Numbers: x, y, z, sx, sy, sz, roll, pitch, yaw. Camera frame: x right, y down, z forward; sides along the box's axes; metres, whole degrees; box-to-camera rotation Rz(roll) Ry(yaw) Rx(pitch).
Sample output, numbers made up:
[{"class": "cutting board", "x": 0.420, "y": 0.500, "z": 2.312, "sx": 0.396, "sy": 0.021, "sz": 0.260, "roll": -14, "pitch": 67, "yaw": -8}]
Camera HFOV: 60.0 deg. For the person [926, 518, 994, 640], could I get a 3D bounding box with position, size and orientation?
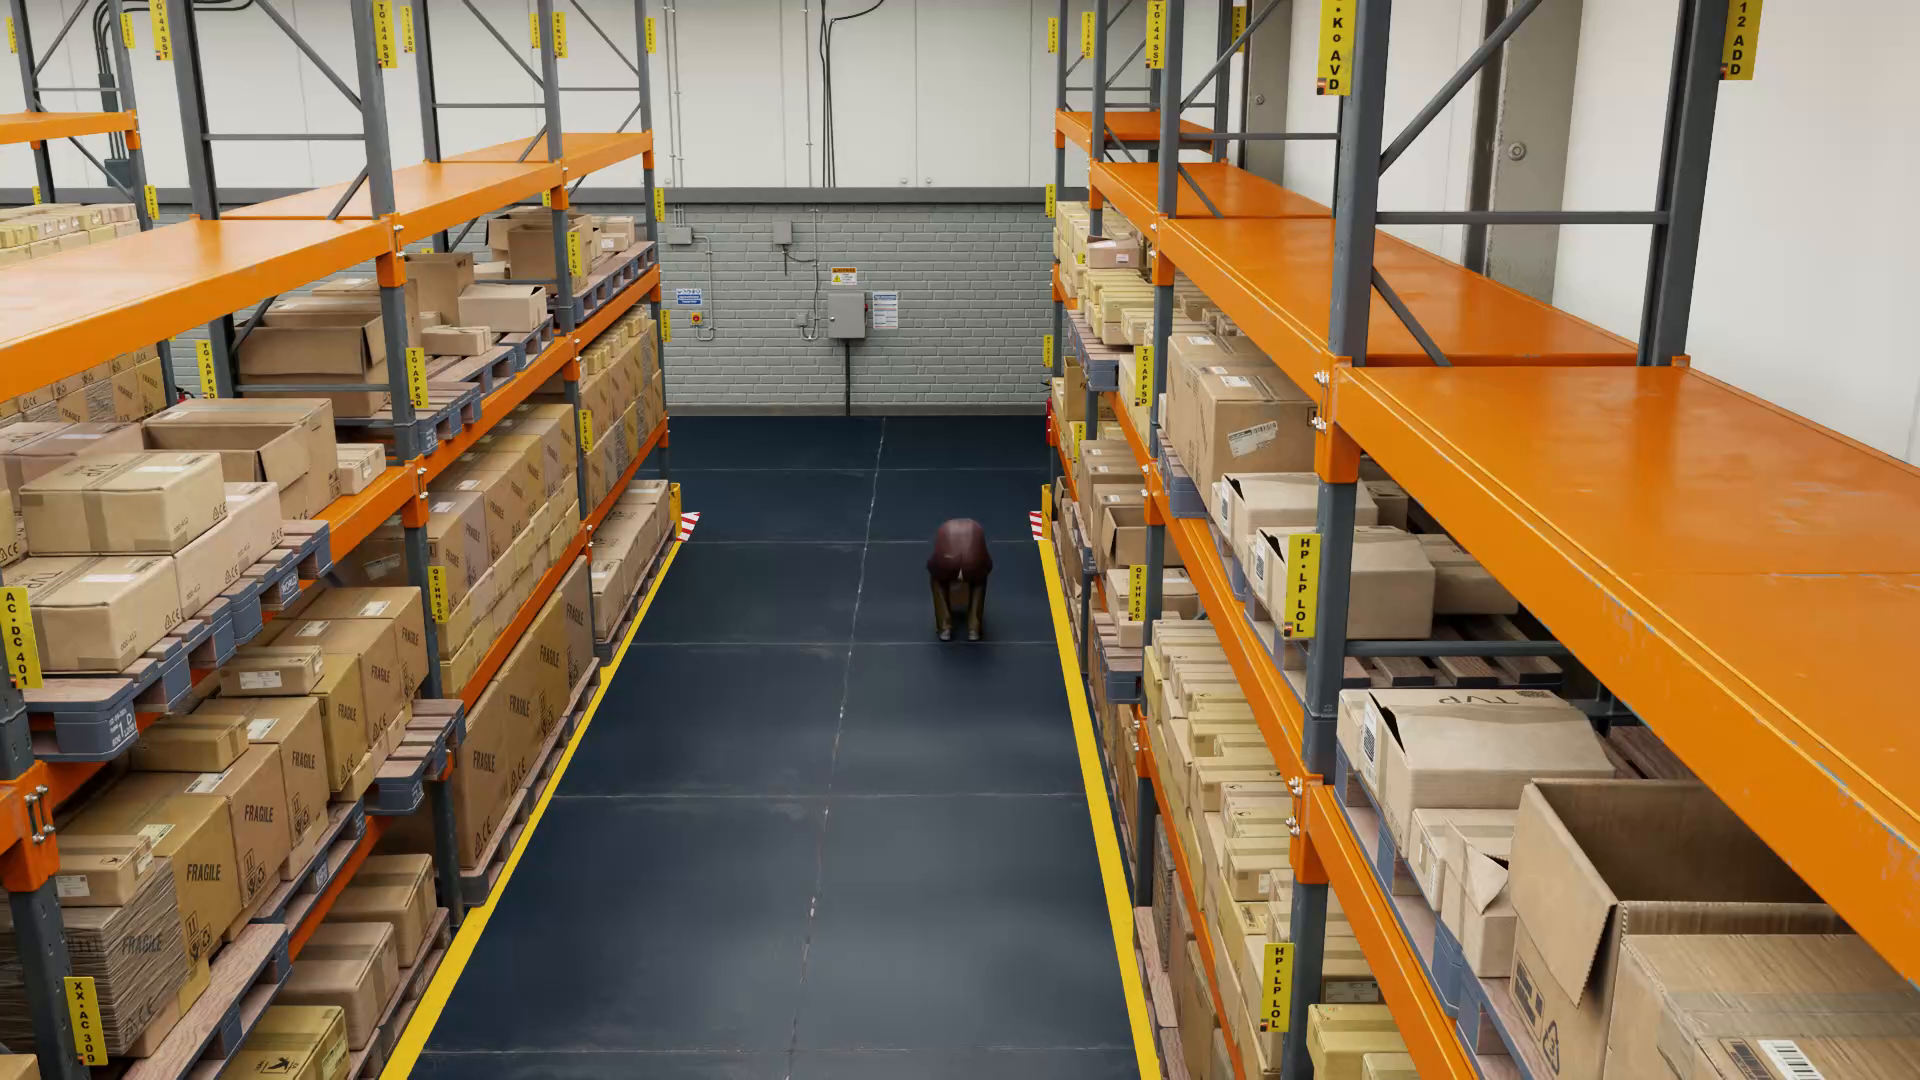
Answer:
[{"class": "person", "x": -0.012, "y": 0.267, "z": 14.552, "sx": 0.585, "sy": 1.048, "sz": 0.978, "roll": -1, "pitch": 17, "yaw": -3}]
